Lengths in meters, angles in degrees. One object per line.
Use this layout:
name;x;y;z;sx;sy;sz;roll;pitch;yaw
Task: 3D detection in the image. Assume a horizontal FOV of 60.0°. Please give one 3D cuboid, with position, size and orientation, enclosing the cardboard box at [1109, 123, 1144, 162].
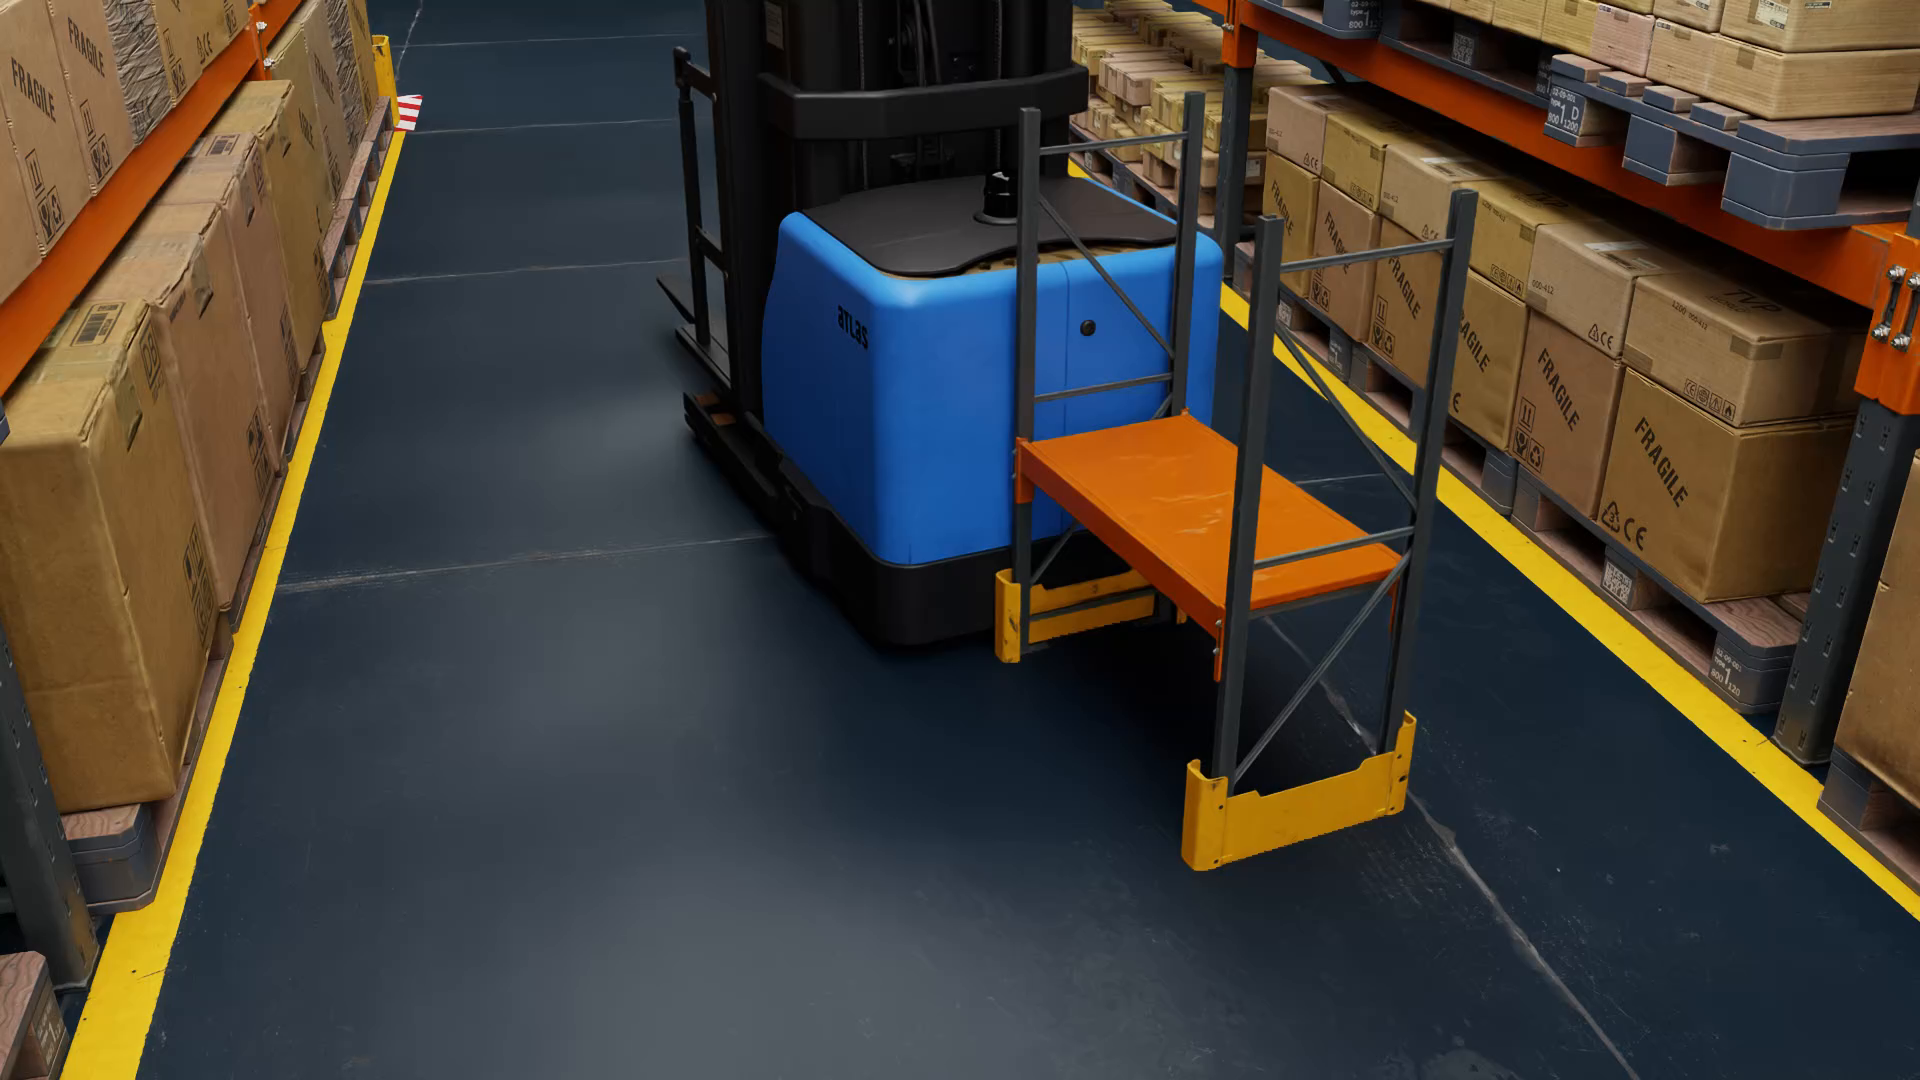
cardboard box;1.007;-2.112;8.803;0.380;0.149;0.250;-6;27;-12

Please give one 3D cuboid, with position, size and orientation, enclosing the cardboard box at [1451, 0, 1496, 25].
cardboard box;1.720;-1.658;5.018;0.380;0.149;0.250;-5;27;-10

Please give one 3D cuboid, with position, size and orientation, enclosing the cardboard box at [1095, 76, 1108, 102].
cardboard box;0.982;-2.583;9.406;0.380;0.149;0.250;-5;27;-9

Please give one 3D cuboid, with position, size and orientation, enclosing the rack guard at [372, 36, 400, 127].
rack guard;-4.101;-2.796;10.235;1.175;0.500;0.348;-6;27;-12

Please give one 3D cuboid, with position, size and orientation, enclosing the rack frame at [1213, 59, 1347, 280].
rack frame;1.661;-2.605;7.082;1.000;3.000;0.127;-6;27;-12

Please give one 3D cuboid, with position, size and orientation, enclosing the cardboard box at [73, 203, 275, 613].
cardboard box;-2.621;-0.326;4.459;1.225;0.875;0.875;-6;27;-11

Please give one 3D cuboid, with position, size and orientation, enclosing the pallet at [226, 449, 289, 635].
pallet;-2.668;-0.033;5.081;1.003;0.211;1.213;-6;27;-12

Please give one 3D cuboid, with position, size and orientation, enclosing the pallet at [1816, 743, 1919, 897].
pallet;2.667;0.750;3.531;1.003;0.211;1.213;-6;27;-12

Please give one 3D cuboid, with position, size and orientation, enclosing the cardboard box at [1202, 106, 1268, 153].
cardboard box;1.327;-1.915;7.753;0.380;0.149;0.250;-5;27;-10

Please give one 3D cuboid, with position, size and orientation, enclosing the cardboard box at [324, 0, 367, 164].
cardboard box;-3.668;-2.468;8.703;0.875;0.875;0.875;-6;27;-12

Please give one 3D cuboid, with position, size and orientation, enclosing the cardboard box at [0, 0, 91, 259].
cardboard box;-2.255;-0.902;3.596;0.500;0.500;0.500;-7;28;-13

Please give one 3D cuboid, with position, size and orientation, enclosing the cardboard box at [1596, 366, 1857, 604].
cardboard box;2.160;-0.183;4.592;0.500;0.500;0.500;-6;27;-12

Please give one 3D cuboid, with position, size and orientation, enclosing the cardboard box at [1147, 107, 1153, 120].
cardboard box;1.169;-2.112;8.473;0.380;0.149;0.250;-6;27;-11

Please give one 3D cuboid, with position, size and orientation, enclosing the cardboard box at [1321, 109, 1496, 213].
cardboard box;1.693;-1.427;6.223;0.500;0.250;0.500;-5;27;-10

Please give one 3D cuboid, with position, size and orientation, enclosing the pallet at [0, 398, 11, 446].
pallet;-2.028;-0.002;2.138;1.213;0.211;1.003;-6;27;-12

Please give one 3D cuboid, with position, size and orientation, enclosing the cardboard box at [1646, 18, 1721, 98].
cardboard box;1.949;-1.203;4.118;0.380;0.149;0.250;-6;27;-12

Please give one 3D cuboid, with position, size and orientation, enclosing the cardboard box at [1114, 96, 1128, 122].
cardboard box;1.052;-2.342;8.928;0.380;0.149;0.250;-7;28;-14

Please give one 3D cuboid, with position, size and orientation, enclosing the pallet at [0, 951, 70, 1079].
pallet;-2.118;1.198;2.641;1.003;0.211;1.213;-6;27;-12

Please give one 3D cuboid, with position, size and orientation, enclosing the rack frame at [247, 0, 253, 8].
rack frame;-3.194;-2.146;6.172;1.000;3.000;0.127;-6;27;-12

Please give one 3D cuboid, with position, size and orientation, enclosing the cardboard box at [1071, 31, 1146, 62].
cardboard box;0.848;-2.821;9.548;0.380;0.149;0.250;-5;27;-10

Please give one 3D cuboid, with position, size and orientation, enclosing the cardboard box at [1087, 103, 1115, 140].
cardboard box;0.928;-2.336;9.246;0.380;0.149;0.250;-6;27;-12

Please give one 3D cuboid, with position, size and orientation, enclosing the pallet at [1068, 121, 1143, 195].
pallet;1.197;-2.188;9.351;1.003;0.211;1.213;-6;27;-12

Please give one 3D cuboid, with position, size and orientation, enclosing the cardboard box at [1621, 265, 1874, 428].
cardboard box;2.153;-0.529;4.445;0.500;0.250;0.500;-7;28;-13

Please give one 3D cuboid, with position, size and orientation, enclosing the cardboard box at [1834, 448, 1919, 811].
cardboard box;2.612;0.244;3.468;1.050;0.750;0.750;-6;27;-12

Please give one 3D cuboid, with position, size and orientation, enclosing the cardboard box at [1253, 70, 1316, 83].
cardboard box;1.595;-2.303;8.521;0.380;0.149;0.250;-7;28;-13

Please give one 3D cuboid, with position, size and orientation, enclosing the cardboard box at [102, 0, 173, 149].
cardboard box;-2.485;-1.346;4.476;0.500;0.500;0.500;-6;27;-11

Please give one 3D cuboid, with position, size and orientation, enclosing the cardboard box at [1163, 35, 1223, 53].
cardboard box;1.371;-2.758;9.424;0.380;0.149;0.250;-7;28;-13

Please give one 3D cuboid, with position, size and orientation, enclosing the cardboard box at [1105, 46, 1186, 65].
cardboard box;1.013;-2.600;9.111;0.380;0.149;0.250;-6;27;-11

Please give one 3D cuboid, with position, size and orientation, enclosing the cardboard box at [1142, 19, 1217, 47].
cardboard box;1.305;-2.998;9.898;0.380;0.149;0.250;-7;28;-14

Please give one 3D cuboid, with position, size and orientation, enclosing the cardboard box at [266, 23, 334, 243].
cardboard box;-3.265;-1.683;7.146;0.875;0.875;0.875;-6;27;-12

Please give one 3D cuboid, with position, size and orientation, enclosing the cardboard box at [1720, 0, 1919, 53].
cardboard box;2.008;-1.228;3.836;0.380;0.149;0.250;-5;27;-11

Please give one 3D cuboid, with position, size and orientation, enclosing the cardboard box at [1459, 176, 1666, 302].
cardboard box;1.929;-0.974;5.327;0.500;0.250;0.500;-5;27;-10

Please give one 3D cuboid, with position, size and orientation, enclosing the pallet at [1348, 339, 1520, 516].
pallet;2.116;-0.482;5.970;1.003;0.211;1.213;-6;27;-12

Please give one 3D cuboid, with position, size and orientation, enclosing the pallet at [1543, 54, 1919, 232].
pallet;2.298;-1.065;4.245;1.213;0.211;1.003;-6;27;-12

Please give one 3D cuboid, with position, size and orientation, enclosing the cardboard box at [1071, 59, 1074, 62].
cardboard box;0.728;-2.804;9.845;0.380;0.149;0.250;-5;27;-10

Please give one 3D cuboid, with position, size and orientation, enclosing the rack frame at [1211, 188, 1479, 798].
rack frame;0.792;0.021;3.544;0.500;1.500;0.032;-11;29;-22

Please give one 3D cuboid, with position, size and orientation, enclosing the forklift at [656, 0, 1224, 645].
forklift;-0.338;-1.661;5.288;1.130;2.935;3.031;-11;29;-22

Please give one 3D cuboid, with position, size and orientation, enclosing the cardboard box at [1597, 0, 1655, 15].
cardboard box;1.884;-1.460;4.296;0.380;0.149;0.250;-5;27;-10

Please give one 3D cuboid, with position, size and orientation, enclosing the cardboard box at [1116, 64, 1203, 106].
cardboard box;1.035;-2.363;8.641;0.380;0.149;0.250;-7;28;-14

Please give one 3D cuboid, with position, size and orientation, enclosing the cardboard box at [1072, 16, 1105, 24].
cardboard box;0.658;-3.044;9.990;0.380;0.149;0.250;-6;27;-12

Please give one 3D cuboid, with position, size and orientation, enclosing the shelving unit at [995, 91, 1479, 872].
shelving unit;0.579;-0.191;3.965;0.587;1.500;1.083;-11;29;-22

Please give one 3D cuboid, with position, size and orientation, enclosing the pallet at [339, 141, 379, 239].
pallet;-3.568;-1.779;8.541;1.003;0.211;1.213;-6;27;-12

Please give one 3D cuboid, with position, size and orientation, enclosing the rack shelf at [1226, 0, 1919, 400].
rack shelf;2.112;-1.406;5.505;1.077;0.370;4.000;-6;27;-12

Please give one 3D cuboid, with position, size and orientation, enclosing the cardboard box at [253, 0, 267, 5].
cardboard box;-2.937;-2.197;6.553;0.380;0.149;0.250;-6;27;-11

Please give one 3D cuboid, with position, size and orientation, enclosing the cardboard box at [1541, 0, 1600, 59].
cardboard box;1.838;-1.426;4.559;0.380;0.149;0.250;-6;27;-12

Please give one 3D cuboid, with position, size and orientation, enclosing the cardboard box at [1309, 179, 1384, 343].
cardboard box;1.690;-1.093;6.395;0.500;0.500;0.500;-5;27;-9

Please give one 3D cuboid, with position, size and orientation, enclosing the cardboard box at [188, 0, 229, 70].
cardboard box;-2.718;-1.795;5.366;0.500;0.500;0.500;-5;27;-10

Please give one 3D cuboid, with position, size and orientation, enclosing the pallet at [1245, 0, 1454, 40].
pallet;1.692;-2.169;6.431;1.003;0.211;1.213;-6;27;-12

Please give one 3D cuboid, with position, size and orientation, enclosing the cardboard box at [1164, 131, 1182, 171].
cardboard box;1.207;-1.876;8.006;0.380;0.149;0.250;-7;28;-14

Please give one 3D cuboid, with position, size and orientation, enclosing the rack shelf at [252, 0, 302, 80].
rack shelf;-3.645;-2.703;8.074;1.077;0.370;4.000;-6;27;-12

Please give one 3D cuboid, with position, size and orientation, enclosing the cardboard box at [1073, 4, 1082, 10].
cardboard box;0.547;-3.277;10.451;0.380;0.149;0.250;-7;28;-14

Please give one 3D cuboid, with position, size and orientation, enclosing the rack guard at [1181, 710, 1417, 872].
rack guard;0.784;0.571;3.841;0.587;0.250;0.087;-11;29;-22

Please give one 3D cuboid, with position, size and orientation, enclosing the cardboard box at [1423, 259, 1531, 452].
cardboard box;1.911;-0.642;5.501;0.500;0.500;0.500;-7;28;-14

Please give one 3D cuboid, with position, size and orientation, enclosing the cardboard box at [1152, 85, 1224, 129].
cardboard box;1.168;-2.132;8.182;0.380;0.149;0.250;-6;27;-12

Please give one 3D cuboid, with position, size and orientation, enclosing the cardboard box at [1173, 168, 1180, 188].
cardboard box;1.264;-1.780;8.145;0.380;0.149;0.250;-5;27;-10

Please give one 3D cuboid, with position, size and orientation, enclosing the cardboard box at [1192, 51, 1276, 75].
cardboard box;1.475;-2.534;8.979;0.380;0.149;0.250;-7;28;-14

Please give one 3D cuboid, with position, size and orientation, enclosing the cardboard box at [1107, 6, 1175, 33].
cardboard box;1.127;-3.219;10.335;0.380;0.149;0.250;-5;27;-11

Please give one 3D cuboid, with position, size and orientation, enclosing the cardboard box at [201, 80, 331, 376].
cardboard box;-3.030;-1.106;6.004;1.225;0.875;0.875;-6;27;-11
